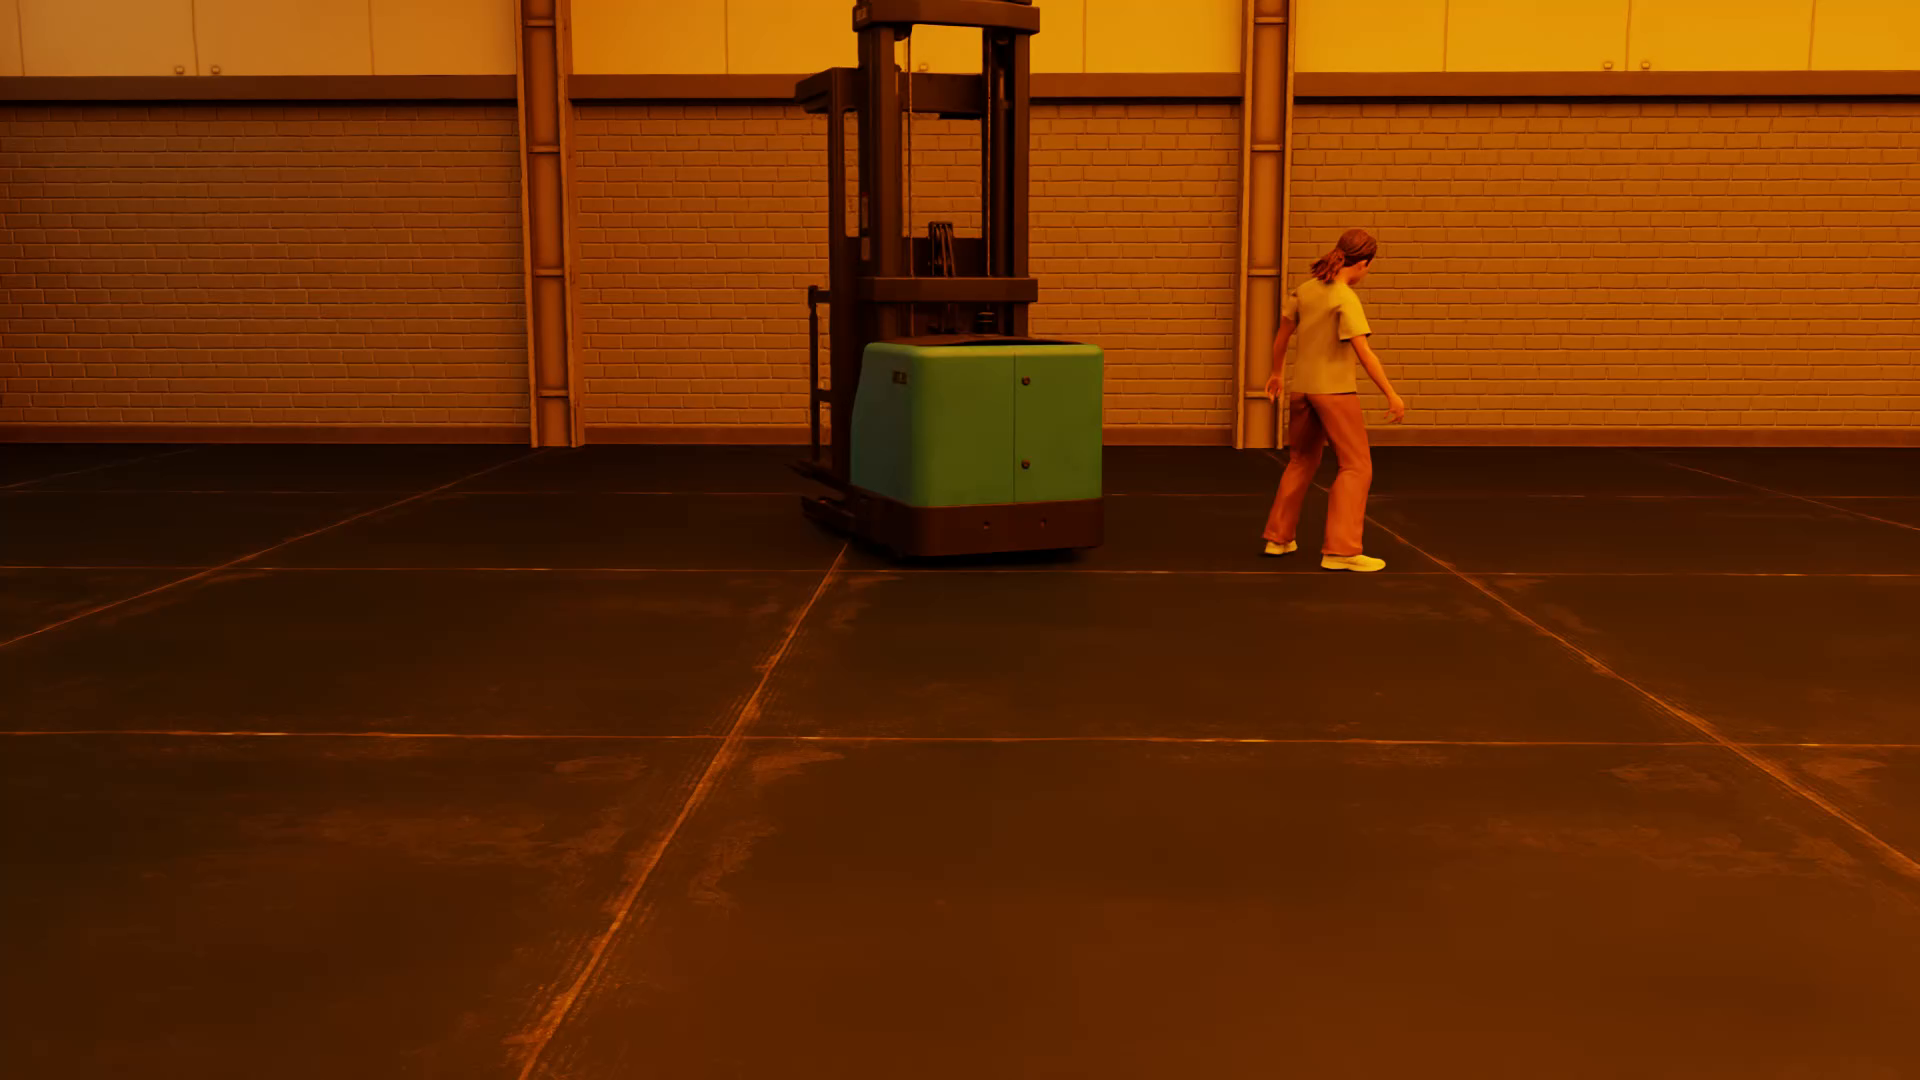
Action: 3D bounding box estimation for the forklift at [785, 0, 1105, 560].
[{"bbox_3d":[-0.276,-1.535,9.344,1.130,2.935,3.031,-3,9,-21],"label":"forklift"}]

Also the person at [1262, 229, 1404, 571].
[{"bbox_3d":[1.804,-0.694,8.157,0.346,1.637,0.831,-4,10,-27],"label":"person"}]
